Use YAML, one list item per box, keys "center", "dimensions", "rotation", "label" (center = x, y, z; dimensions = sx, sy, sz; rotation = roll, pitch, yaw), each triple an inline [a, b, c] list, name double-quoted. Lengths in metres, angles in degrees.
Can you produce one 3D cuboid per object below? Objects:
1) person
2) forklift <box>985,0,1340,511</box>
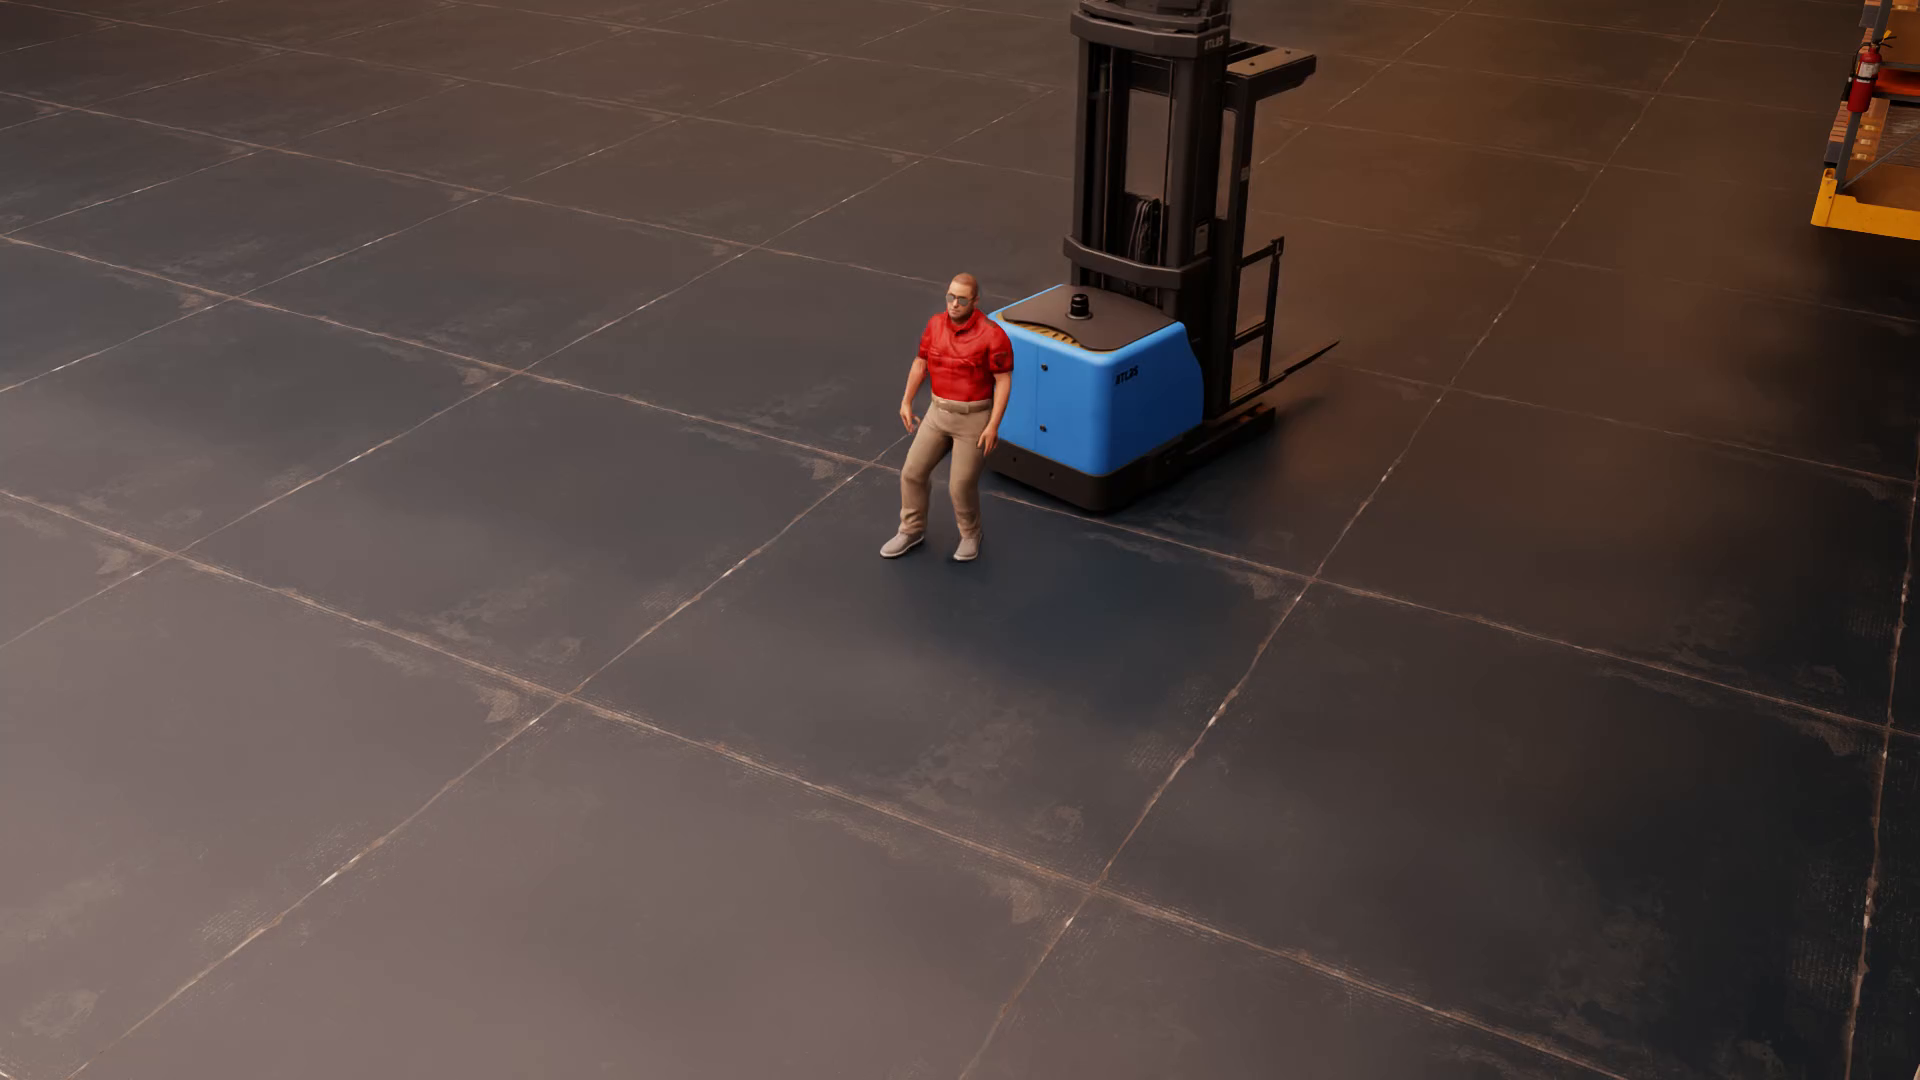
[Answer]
- center: [-0.080, -0.661, 9.469]
  dimensions: [0.687, 1.711, 0.566]
  rotation: [18, 35, 29]
  label: "person"
- center: [1.490, -2.095, 10.700]
  dimensions: [1.130, 2.935, 3.031]
  rotation: [25, 38, 36]
  label: "forklift"
